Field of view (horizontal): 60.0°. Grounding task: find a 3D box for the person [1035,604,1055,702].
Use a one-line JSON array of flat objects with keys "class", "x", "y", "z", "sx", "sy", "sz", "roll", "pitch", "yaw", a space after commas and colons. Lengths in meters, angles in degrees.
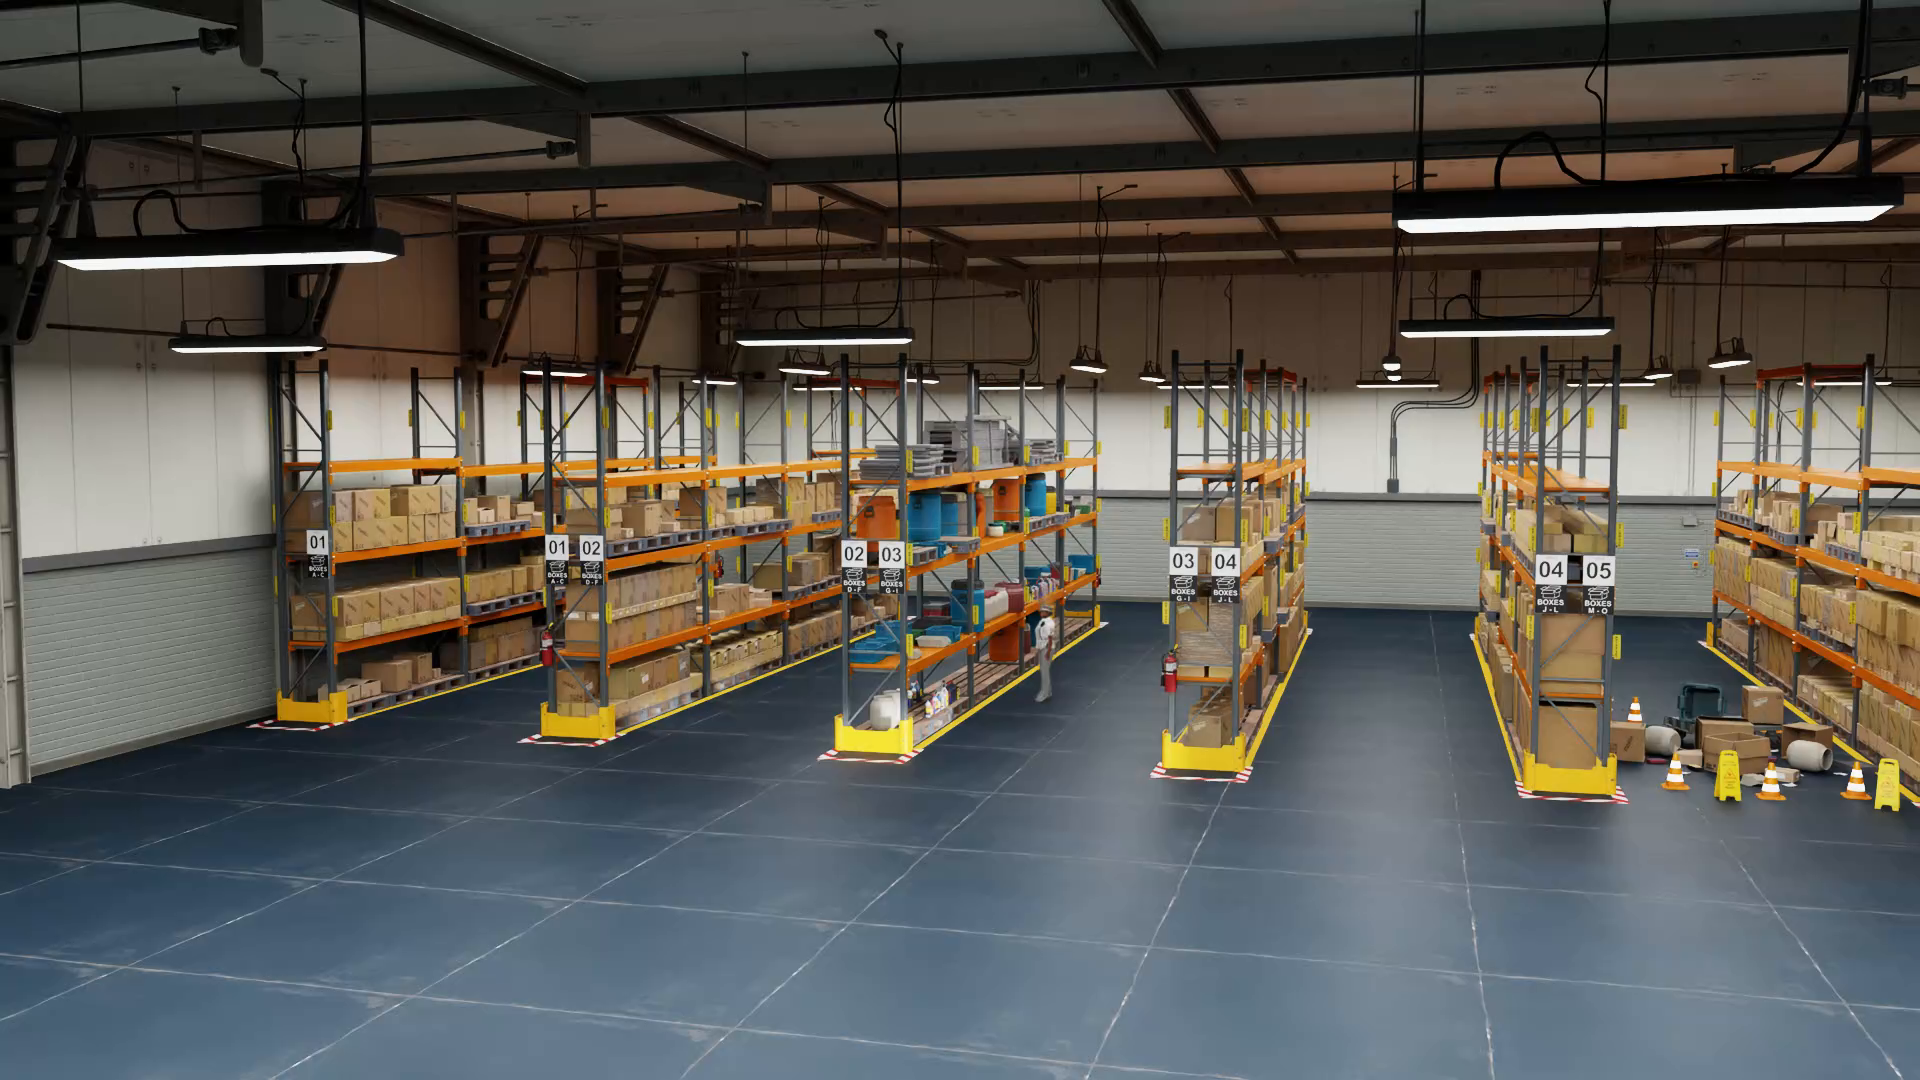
[{"class": "person", "x": 1.466, "y": 1.997, "z": 29.685, "sx": 0.474, "sy": 1.713, "sz": 0.512, "roll": -2, "pitch": 4, "yaw": -24}]
